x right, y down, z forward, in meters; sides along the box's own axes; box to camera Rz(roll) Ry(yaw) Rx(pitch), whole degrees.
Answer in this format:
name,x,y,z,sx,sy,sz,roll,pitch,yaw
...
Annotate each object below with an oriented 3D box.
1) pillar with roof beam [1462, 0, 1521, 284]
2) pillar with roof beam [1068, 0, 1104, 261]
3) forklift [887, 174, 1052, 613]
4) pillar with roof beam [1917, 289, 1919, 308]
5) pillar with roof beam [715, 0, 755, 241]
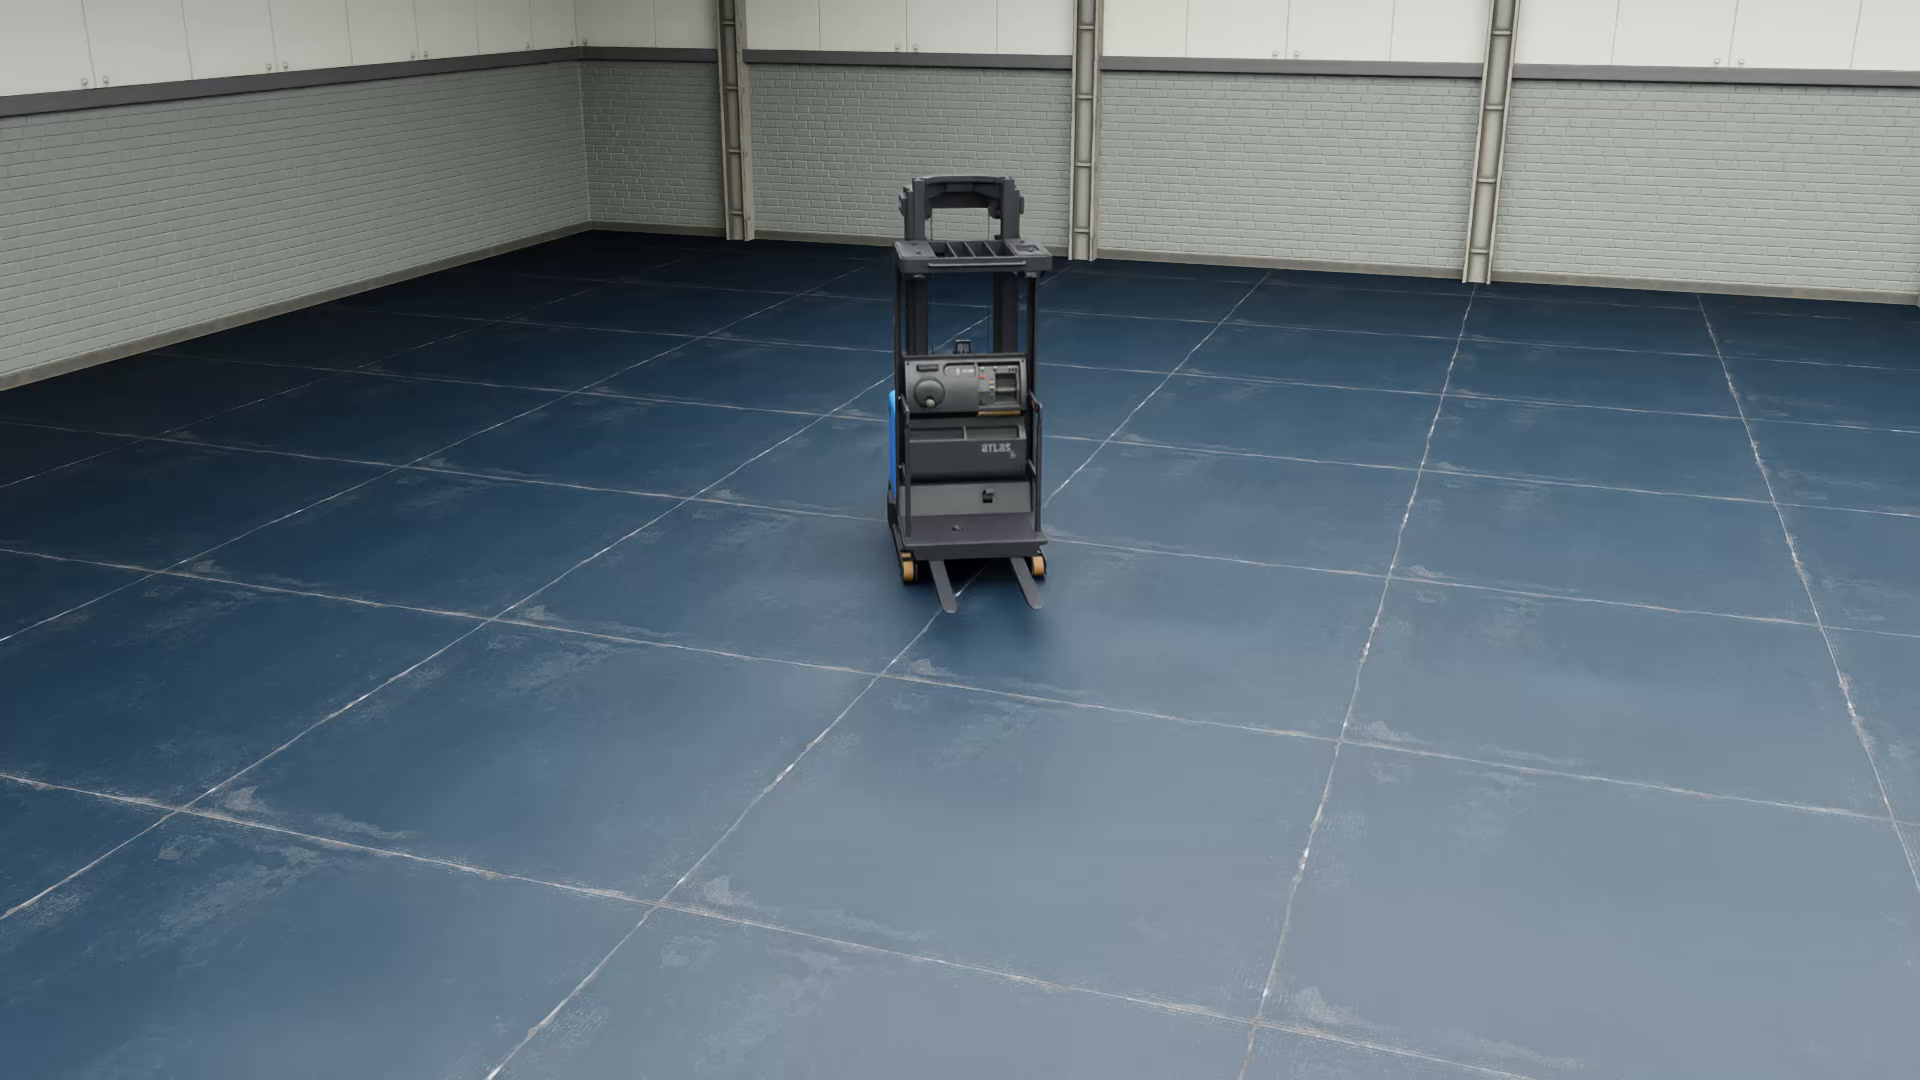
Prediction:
name,x,y,z,sx,sy,sz,roll,pitch,yaw
pillar with roof beam,6.201,-6.722,19.189,0.400,9.000,9.100,7,20,18
pillar with roof beam,0.533,-7.370,21.049,0.400,9.000,9.100,7,20,18
forklift,0.069,-1.180,12.510,1.130,2.935,3.031,-2,19,-6
pillar with roof beam,11.868,-6.074,17.330,0.400,9.000,9.100,7,20,18
pillar with roof beam,-5.135,-8.018,22.908,0.400,9.000,9.100,7,20,18
